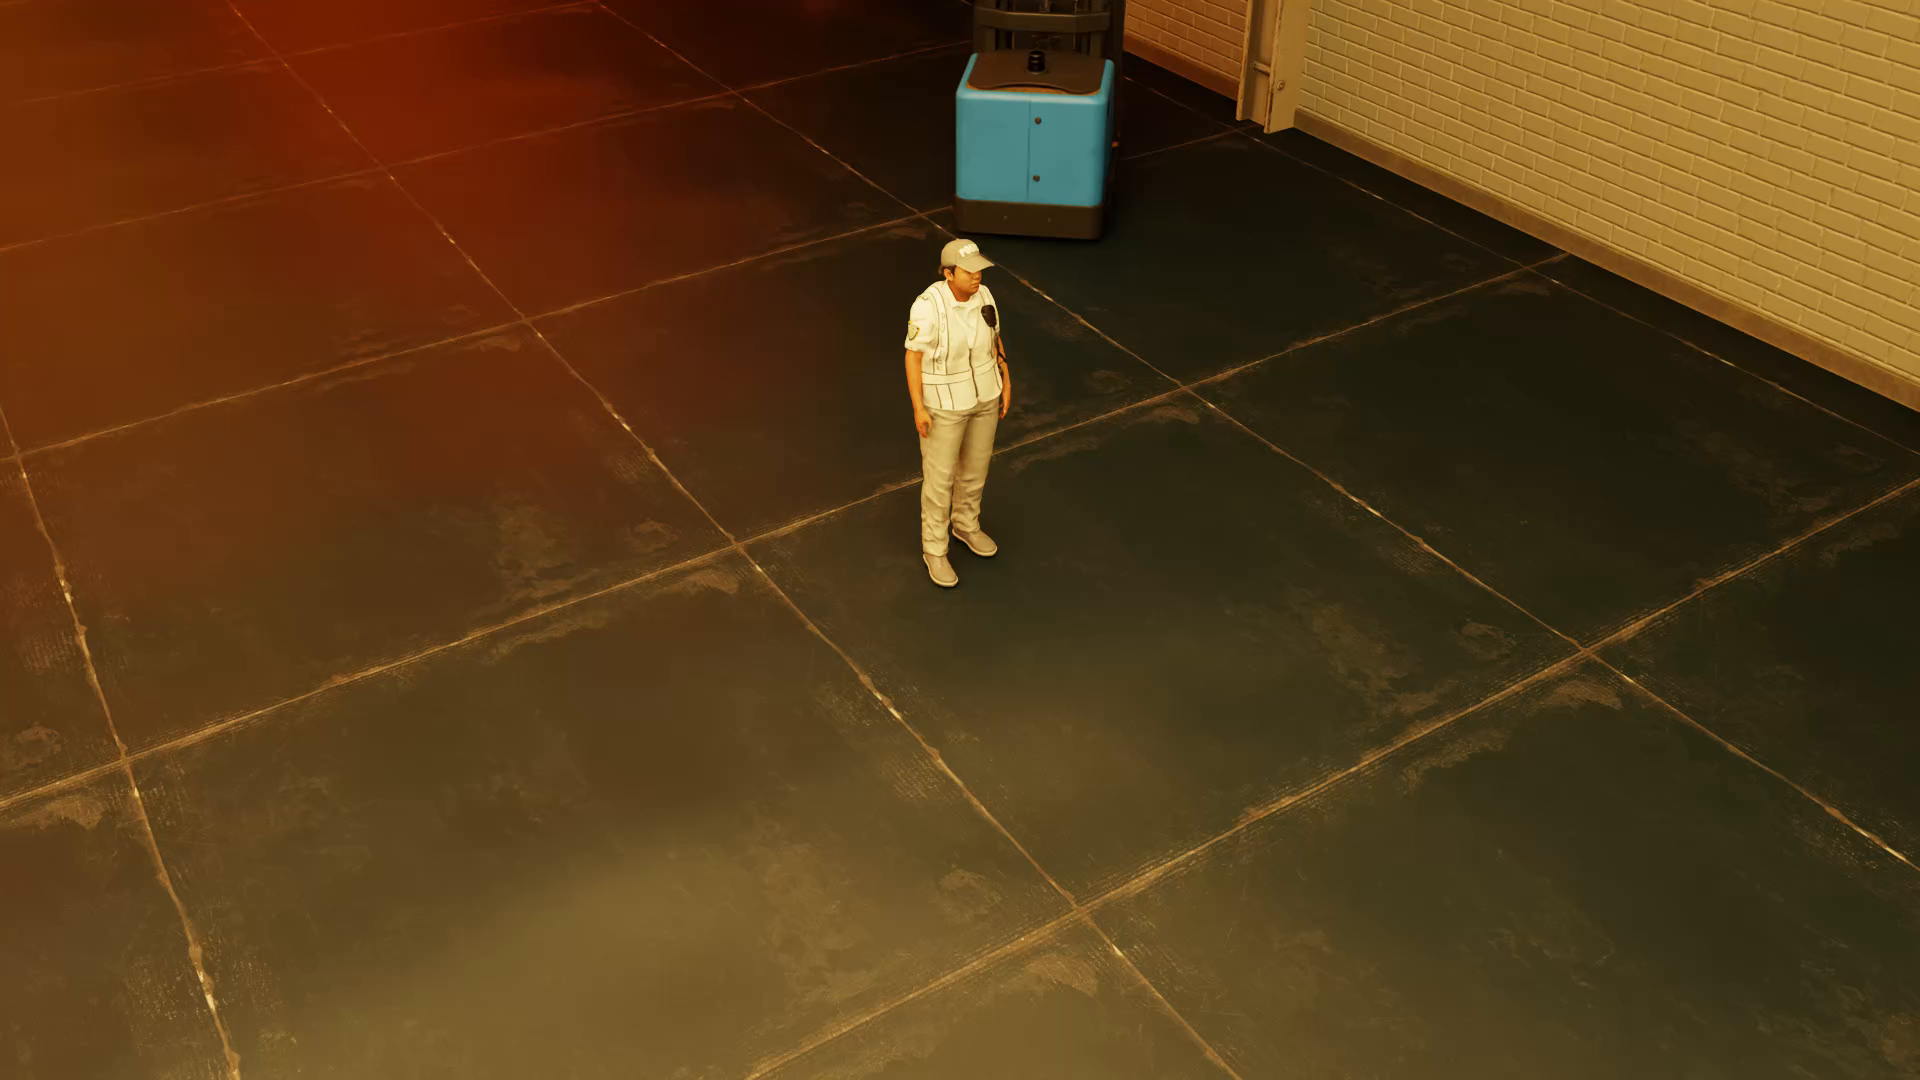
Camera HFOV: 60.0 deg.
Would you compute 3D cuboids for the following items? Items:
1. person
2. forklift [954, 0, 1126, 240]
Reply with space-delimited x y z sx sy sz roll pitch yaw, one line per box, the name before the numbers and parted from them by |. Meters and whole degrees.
person | 0.023 -0.645 8.150 0.598 1.670 0.529 -21 40 -27
forklift | 0.675 -4.121 12.013 1.130 2.935 3.031 5 35 7
